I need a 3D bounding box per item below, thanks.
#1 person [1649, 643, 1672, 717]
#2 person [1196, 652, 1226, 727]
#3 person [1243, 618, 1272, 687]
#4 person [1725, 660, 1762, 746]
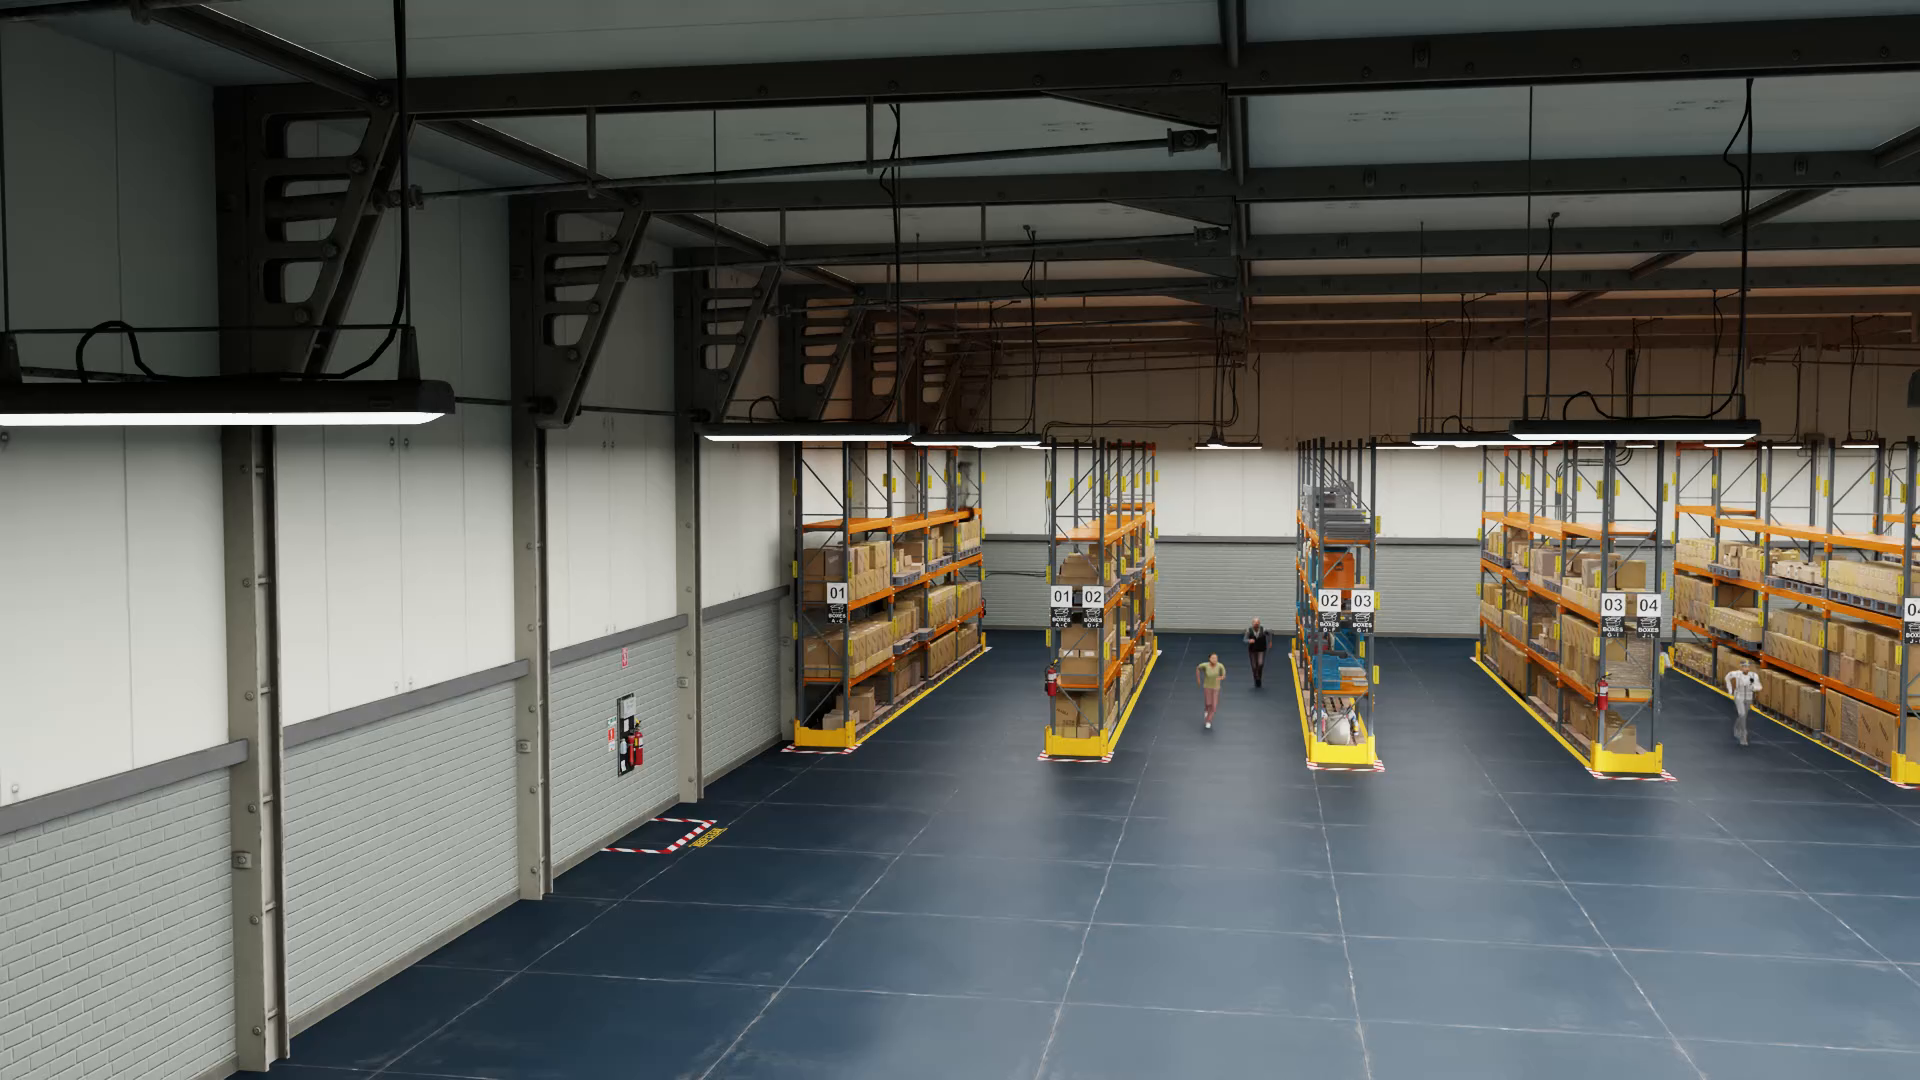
[{"bbox_3d":[15.224,3.019,36.372,0.535,1.585,0.861,0,3,5],"label":"person"},{"bbox_3d":[5.214,3.107,34.473,0.568,1.594,0.674,0,3,-4],"label":"person"},{"bbox_3d":[7.221,2.725,40.344,0.685,1.688,0.792,1,3,12],"label":"person"},{"bbox_3d":[15.423,3.168,32.780,0.609,1.695,0.922,0,3,9],"label":"person"}]
